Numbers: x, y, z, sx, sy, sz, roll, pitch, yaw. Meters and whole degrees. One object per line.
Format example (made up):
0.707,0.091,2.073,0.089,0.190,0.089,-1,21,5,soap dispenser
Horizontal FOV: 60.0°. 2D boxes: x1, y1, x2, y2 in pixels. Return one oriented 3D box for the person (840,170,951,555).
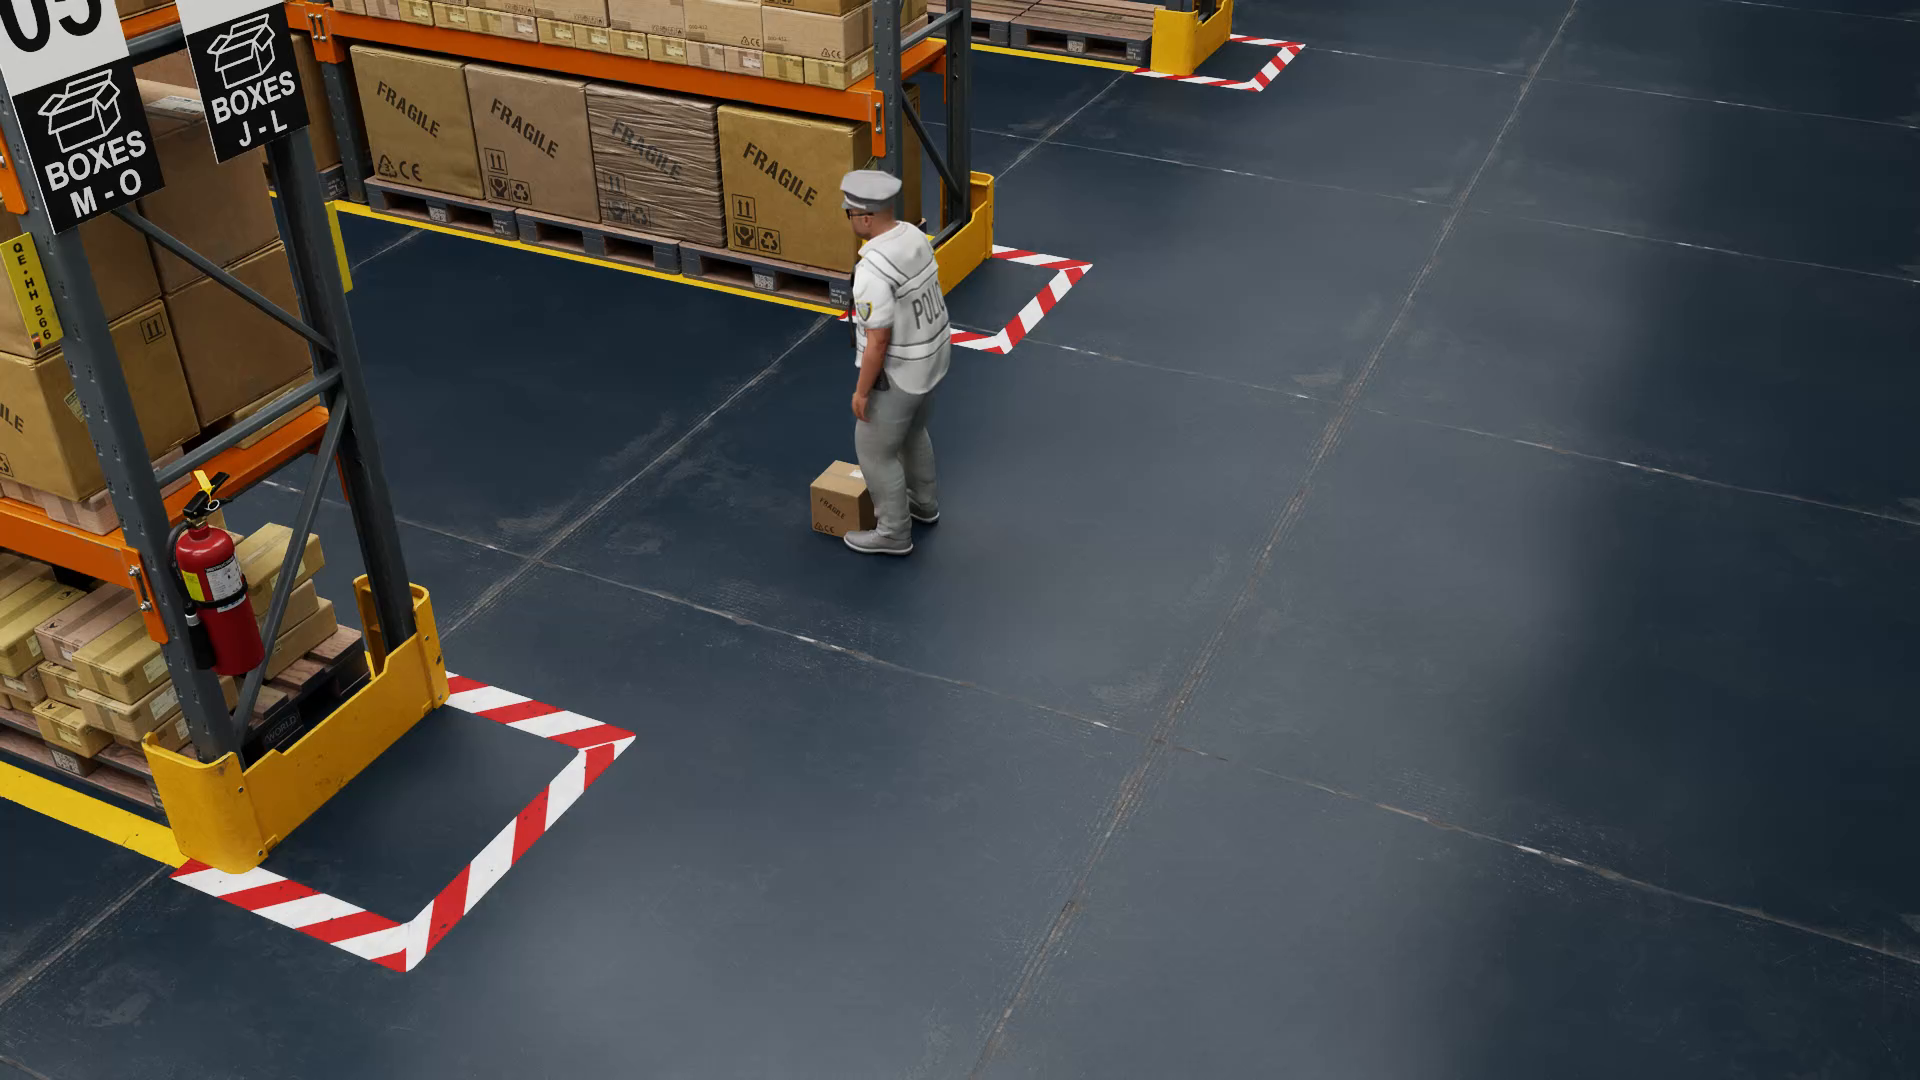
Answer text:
-0.277,-0.749,7.266,0.435,1.748,0.592,14,36,20,person
